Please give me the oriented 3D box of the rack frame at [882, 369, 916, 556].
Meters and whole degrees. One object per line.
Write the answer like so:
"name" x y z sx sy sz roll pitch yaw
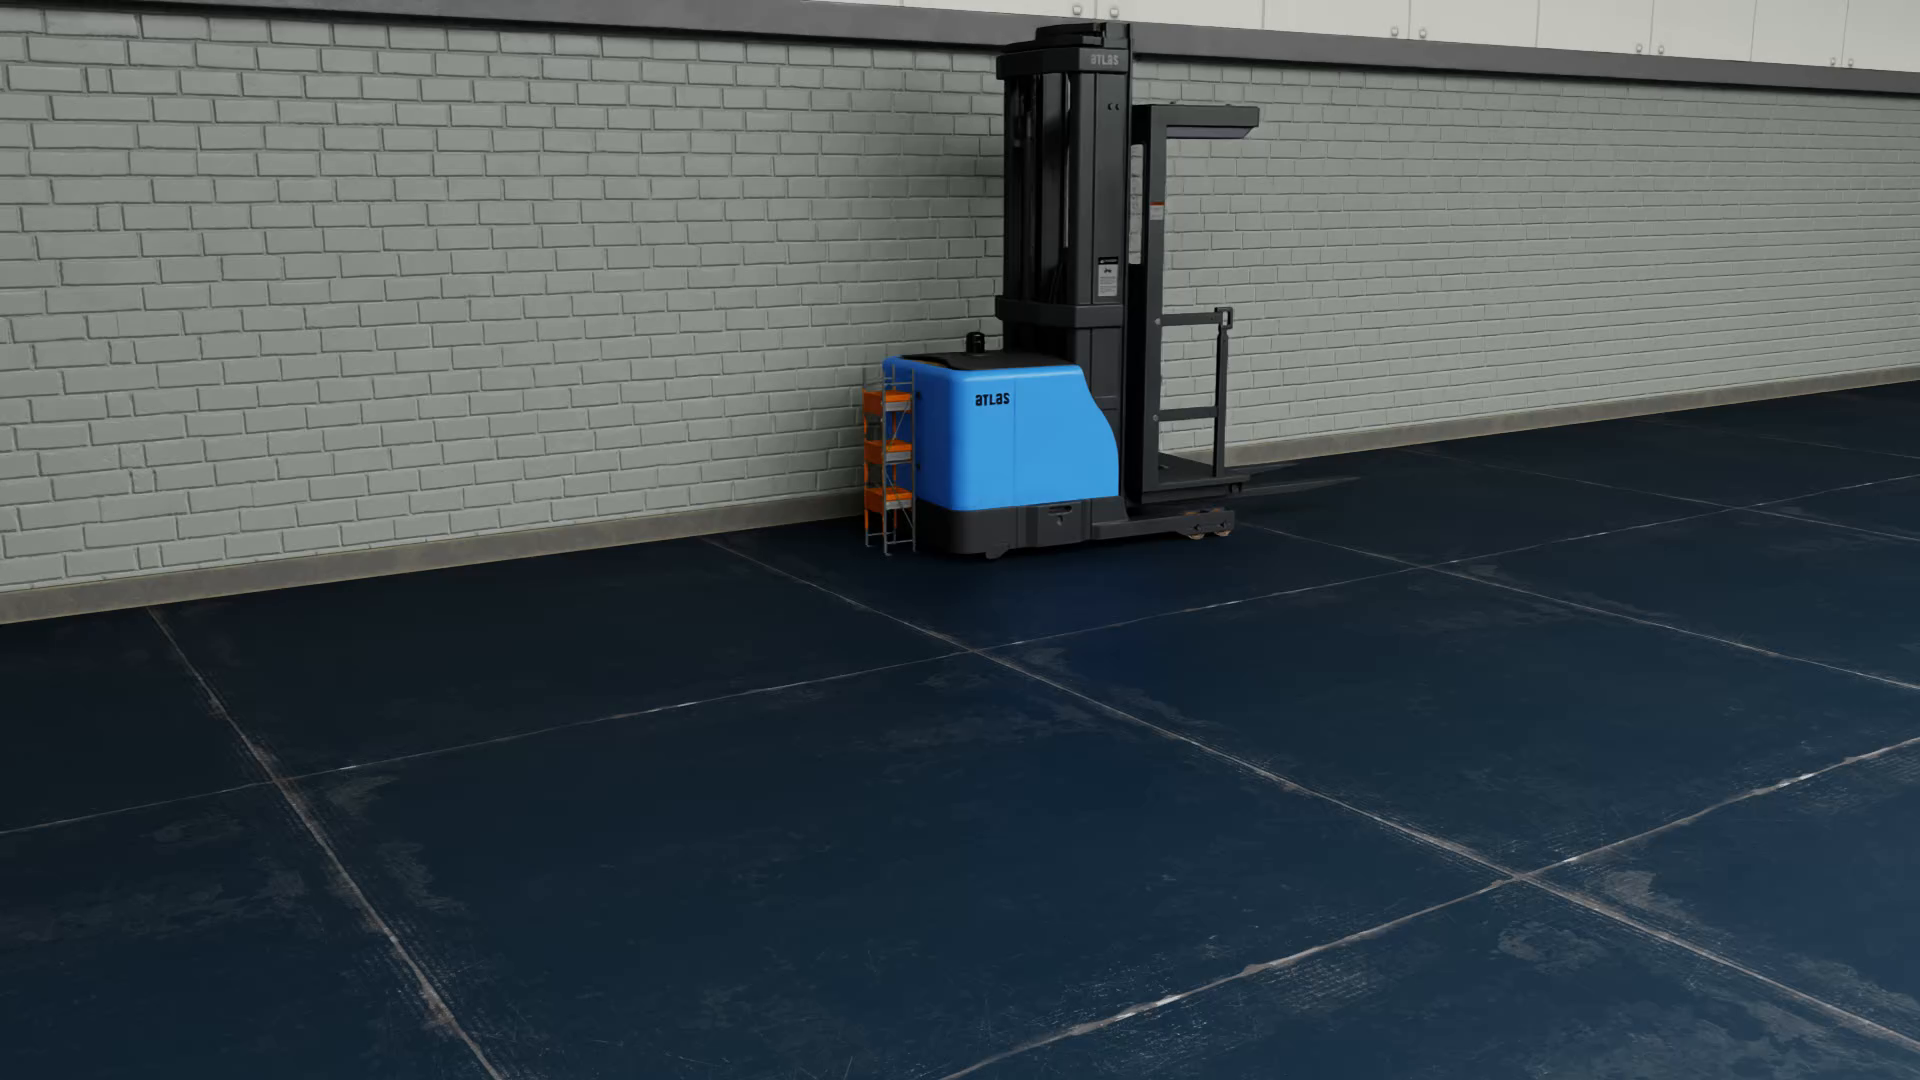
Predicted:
"rack frame" -0.344 -0.432 9.381 0.200 1.050 0.008 -7 14 -28

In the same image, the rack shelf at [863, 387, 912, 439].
"rack shelf" -0.403 -0.722 9.427 0.215 0.259 0.240 -7 14 -28

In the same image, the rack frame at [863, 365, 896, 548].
"rack frame" -0.462 -0.478 9.590 0.200 1.050 0.008 -7 14 -28

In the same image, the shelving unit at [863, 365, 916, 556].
"shelving unit" -0.403 -0.455 9.486 0.215 1.050 0.252 -7 14 -28

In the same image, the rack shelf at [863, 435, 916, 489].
"rack shelf" -0.403 -0.445 9.488 0.215 0.259 0.240 -7 14 -28

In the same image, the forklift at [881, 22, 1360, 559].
"forklift" 1.073 -1.525 9.975 3.031 2.935 1.130 -6 14 -27

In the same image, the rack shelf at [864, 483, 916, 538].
"rack shelf" -0.403 -0.173 9.547 0.215 0.259 0.240 -7 14 -28
